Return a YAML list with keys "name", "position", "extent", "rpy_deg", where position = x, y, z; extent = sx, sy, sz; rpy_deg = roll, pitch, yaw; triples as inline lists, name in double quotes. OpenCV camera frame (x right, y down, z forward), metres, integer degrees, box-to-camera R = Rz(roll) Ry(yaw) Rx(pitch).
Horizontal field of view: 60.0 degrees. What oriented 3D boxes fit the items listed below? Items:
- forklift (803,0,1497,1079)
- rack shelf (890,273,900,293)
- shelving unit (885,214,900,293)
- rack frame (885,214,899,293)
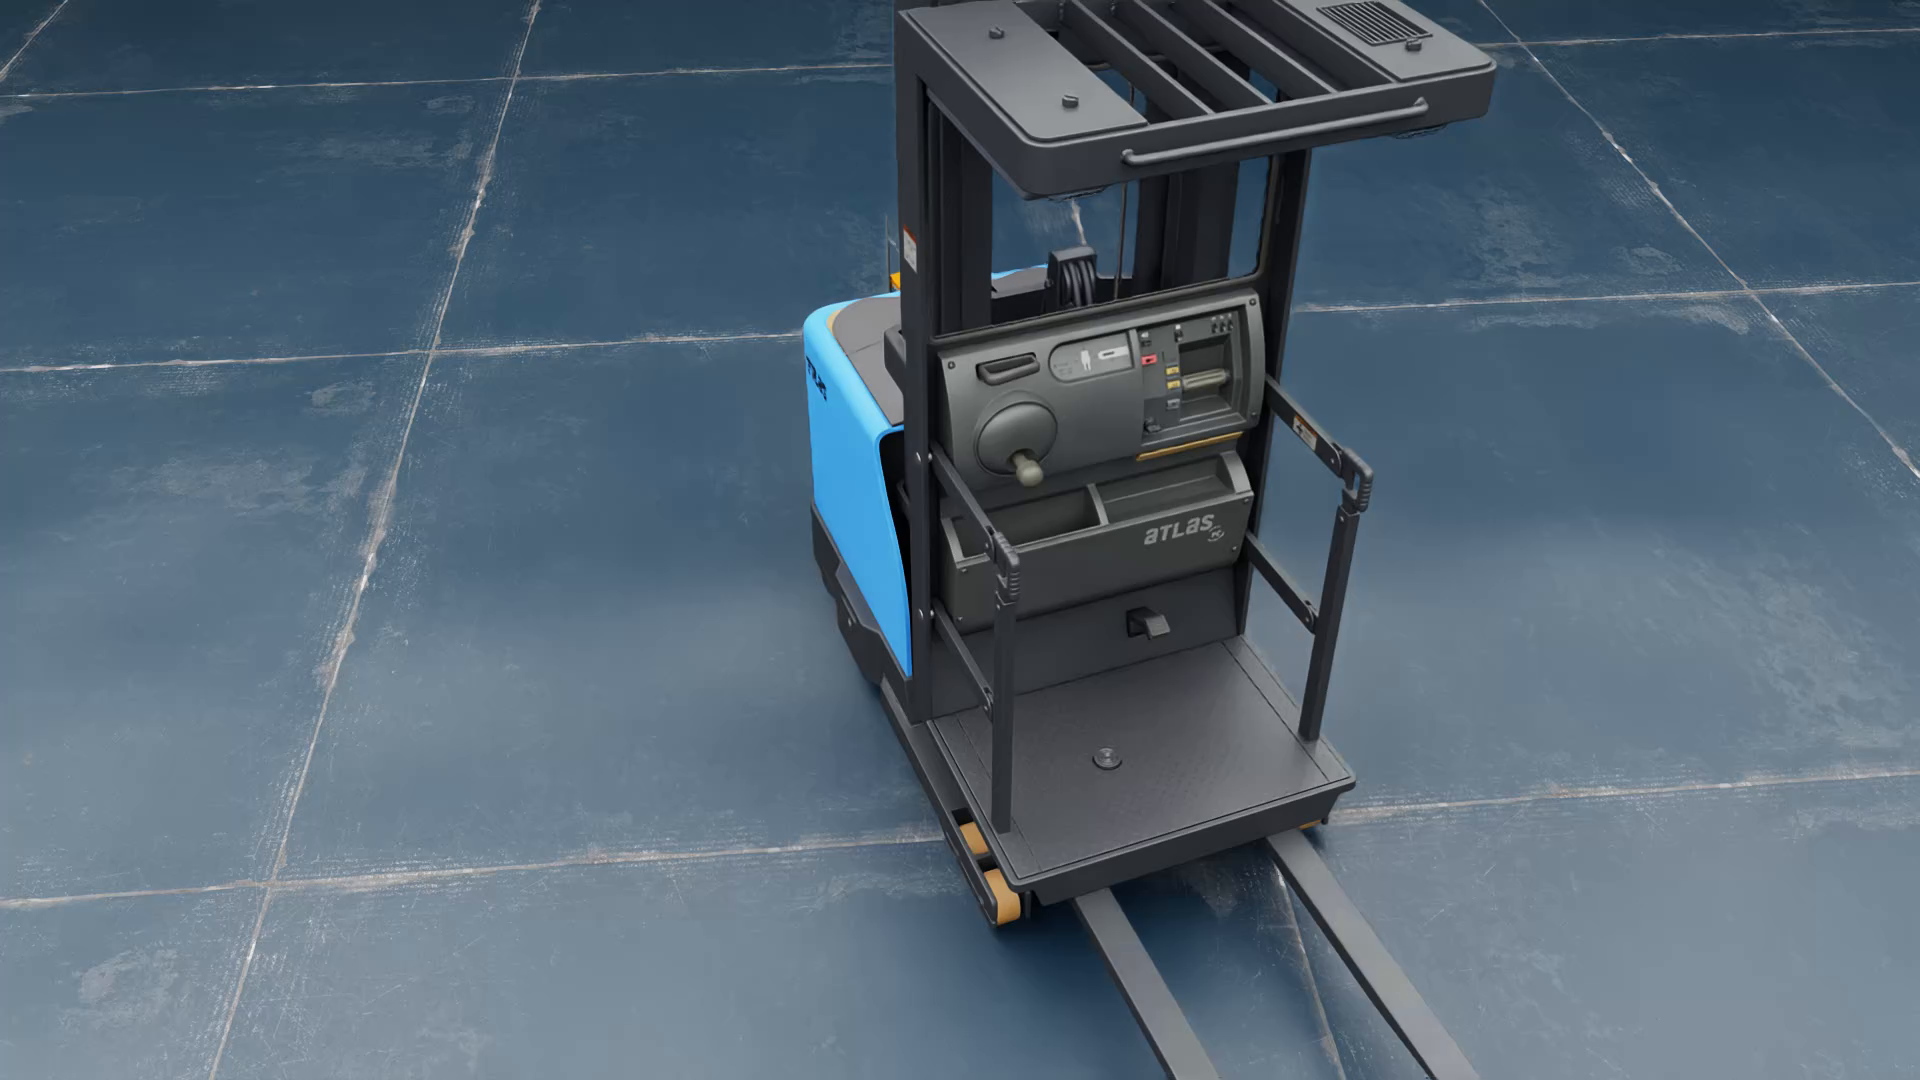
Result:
- name: "forklift"
  position: [0.476, -0.331, 4.304]
  extent: [1.130, 2.935, 3.031]
  rpy_deg: [-14, 40, -17]
- name: "rack shelf"
  position: [-0.125, -0.858, 5.859]
  extent: [0.180, 0.103, 0.258]
  rpy_deg: [-15, 41, -18]
- name: "shelving unit"
  position: [-0.125, -0.610, 6.055]
  extent: [0.189, 1.200, 0.258]
  rpy_deg: [-15, 41, -18]
- name: "rack frame"
  position: [-0.209, -0.588, 6.026]
  extent: [0.006, 1.200, 0.240]
  rpy_deg: [-15, 41, -18]
